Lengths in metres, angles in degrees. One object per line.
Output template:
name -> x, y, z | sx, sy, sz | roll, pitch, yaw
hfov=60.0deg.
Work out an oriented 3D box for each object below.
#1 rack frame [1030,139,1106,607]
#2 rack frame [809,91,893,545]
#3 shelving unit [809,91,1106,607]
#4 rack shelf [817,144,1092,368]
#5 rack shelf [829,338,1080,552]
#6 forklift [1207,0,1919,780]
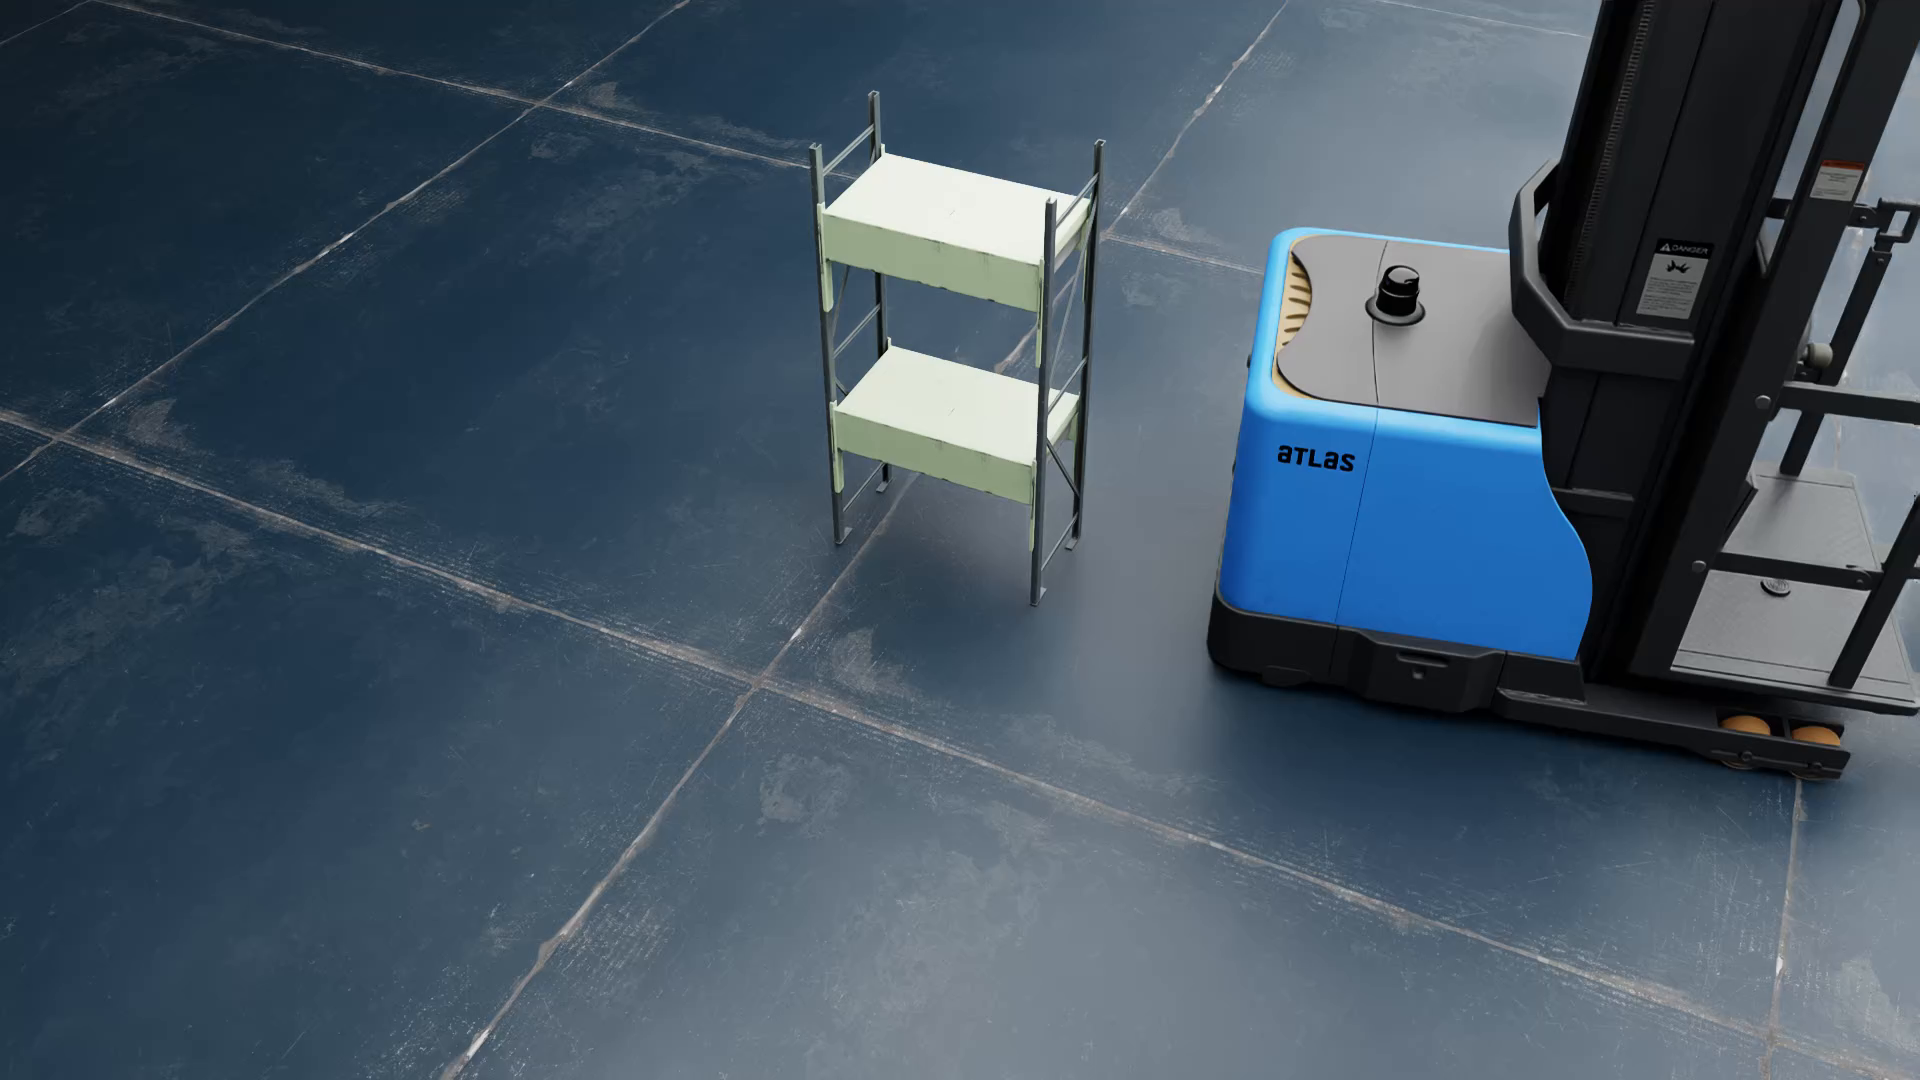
rack frame -> 0.326, -0.467, 5.144 | 0.023, 1.500, 0.400 | 17, 44, 19
rack frame -> -0.338, -0.670, 5.378 | 0.023, 1.500, 0.400 | 17, 44, 19
shelving unit -> -0.006, -0.569, 5.261 | 0.755, 1.500, 0.431 | 17, 44, 19
rack shelf -> -0.006, -0.863, 5.005 | 0.720, 0.370, 0.431 | 17, 44, 19
rack shelf -> -0.006, -0.322, 5.474 | 0.720, 0.370, 0.431 | 17, 44, 19
forklift -> 2.353, -0.780, 4.412 | 3.031, 2.935, 1.130 | 8, 42, 10
